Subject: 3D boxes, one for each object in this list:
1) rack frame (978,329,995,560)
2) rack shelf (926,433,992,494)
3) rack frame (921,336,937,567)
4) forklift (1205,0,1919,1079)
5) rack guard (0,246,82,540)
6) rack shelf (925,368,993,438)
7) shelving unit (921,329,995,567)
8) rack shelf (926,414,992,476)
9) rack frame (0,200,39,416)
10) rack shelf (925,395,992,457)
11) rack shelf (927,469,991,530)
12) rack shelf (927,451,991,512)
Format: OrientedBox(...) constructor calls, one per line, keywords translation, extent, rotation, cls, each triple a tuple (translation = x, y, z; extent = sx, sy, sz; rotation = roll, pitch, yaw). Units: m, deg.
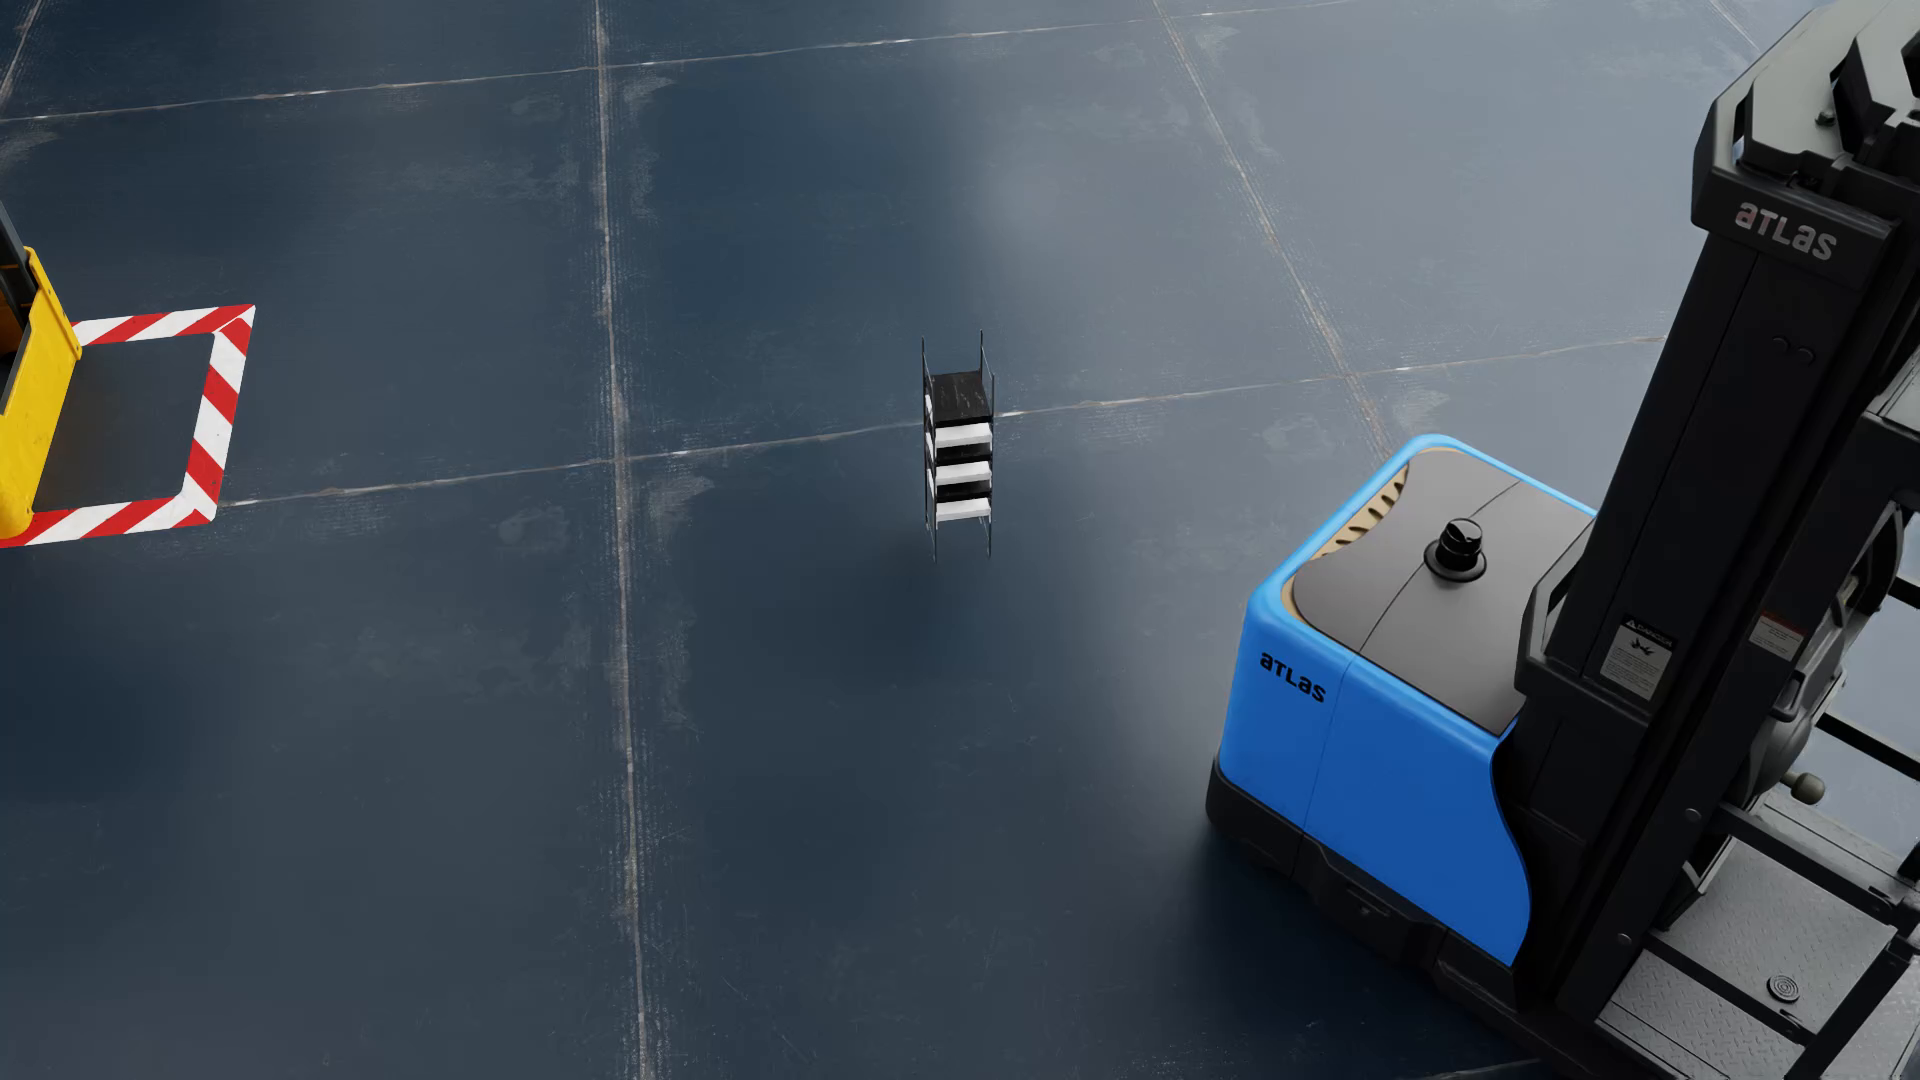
OrientedBox(translation=(0.092, -0.324, 5.937), extent=(0.006, 0.900, 0.240), rotation=(-7, 46, -7), cls="rack frame")
OrientedBox(translation=(-0.008, -0.288, 5.949), extent=(0.200, 0.077, 0.258), rotation=(-7, 46, -7), cls="rack shelf")
OrientedBox(translation=(-0.108, -0.299, 5.913), extent=(0.006, 0.900, 0.240), rotation=(-7, 46, -7), cls="rack frame")
OrientedBox(translation=(2.222, 0.341, 3.886), extent=(3.031, 2.935, 1.130), rotation=(33, 54, 27), cls="forklift")
OrientedBox(translation=(-3.786, -0.580, 6.462), extent=(0.348, 0.500, 1.175), rotation=(-7, 46, -7), cls="rack guard")
OrientedBox(translation=(-0.008, -0.475, 5.755), extent=(0.200, 0.077, 0.258), rotation=(-7, 46, -7), cls="rack shelf")
OrientedBox(translation=(-0.008, -0.311, 5.925), extent=(0.210, 0.900, 0.258), rotation=(-7, 46, -7), cls="shelving unit")
OrientedBox(translation=(-0.008, -0.351, 5.884), extent=(0.200, 0.077, 0.258), rotation=(-7, 46, -7), cls="rack shelf")
OrientedBox(translation=(-3.719, -1.490, 5.603), extent=(0.127, 3.000, 1.000), rotation=(-7, 46, -7), cls="rack frame")
OrientedBox(translation=(-0.008, -0.413, 5.819), extent=(0.200, 0.077, 0.258), rotation=(-7, 46, -7), cls="rack shelf")
OrientedBox(translation=(-0.008, -0.163, 6.079), extent=(0.200, 0.077, 0.258), rotation=(-7, 46, -7), cls="rack shelf")
OrientedBox(translation=(-0.008, -0.226, 6.014), extent=(0.200, 0.077, 0.258), rotation=(-7, 46, -7), cls="rack shelf")
